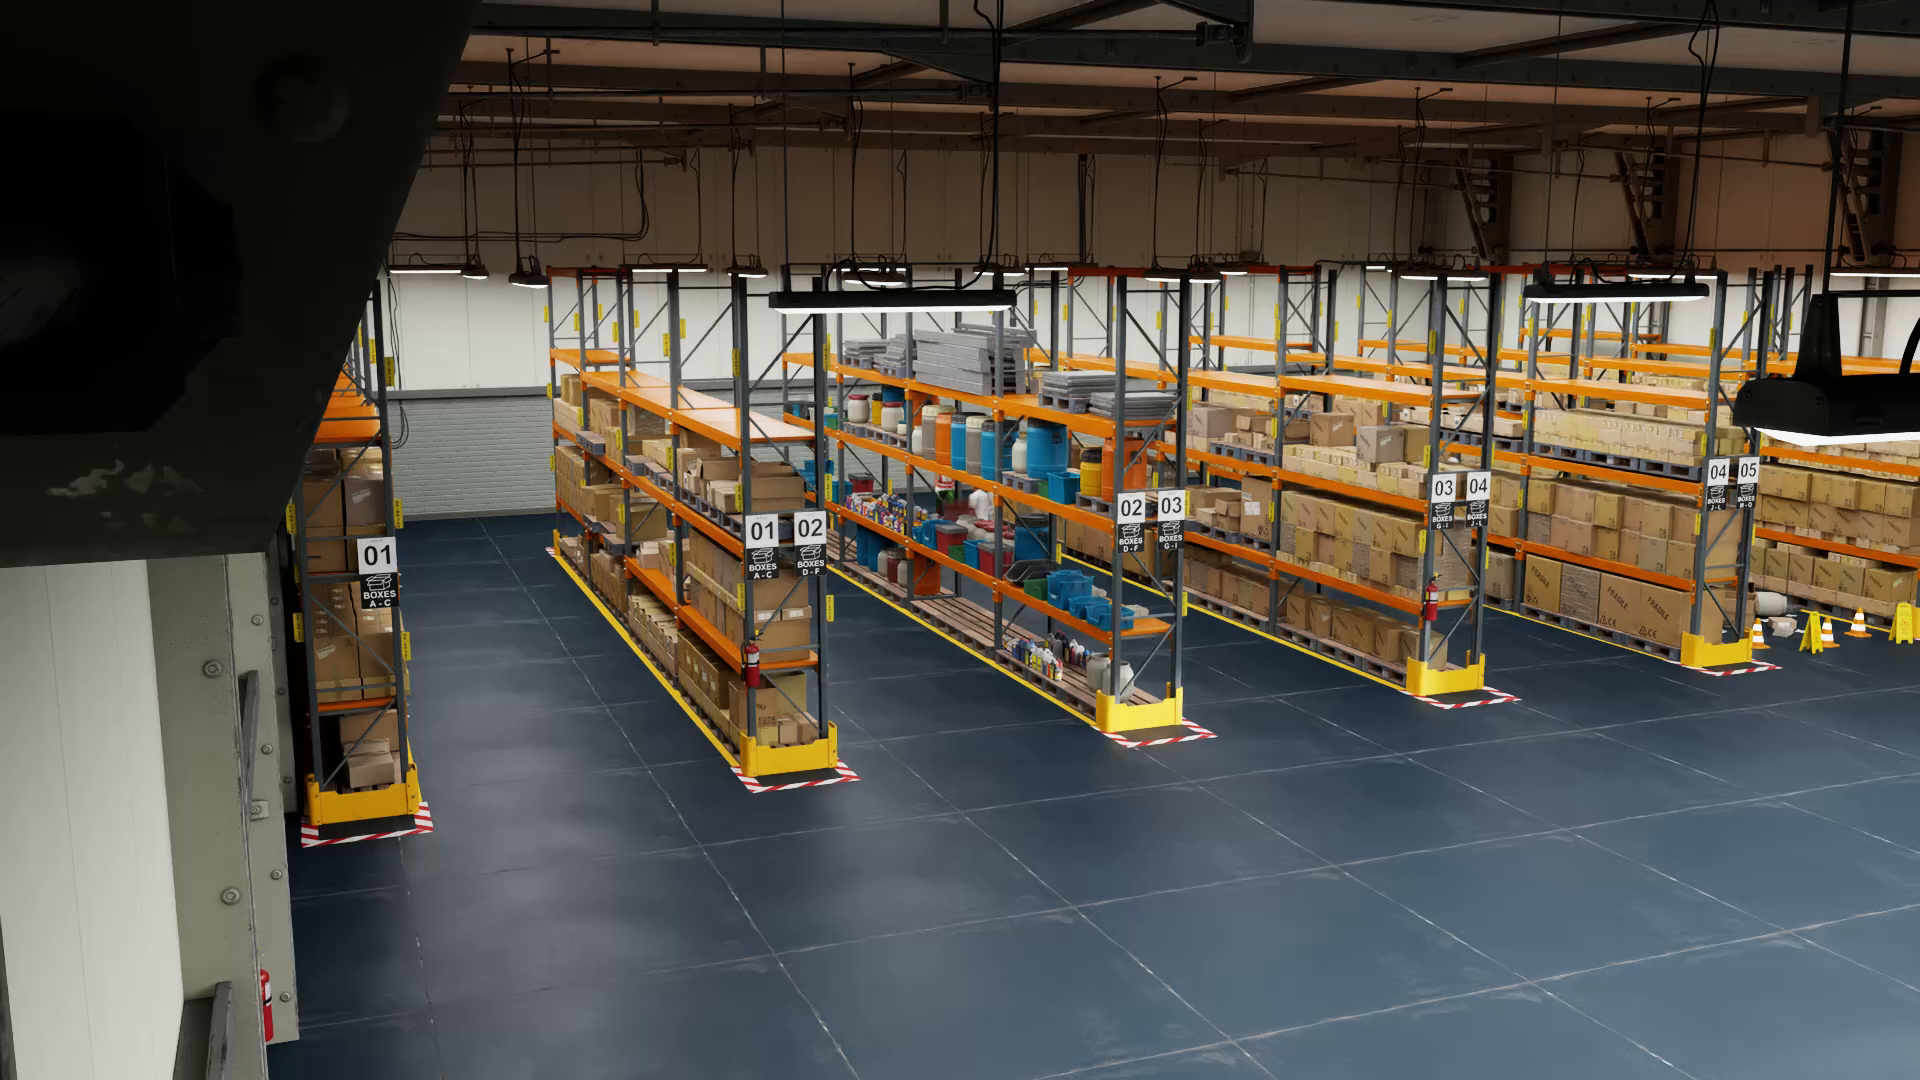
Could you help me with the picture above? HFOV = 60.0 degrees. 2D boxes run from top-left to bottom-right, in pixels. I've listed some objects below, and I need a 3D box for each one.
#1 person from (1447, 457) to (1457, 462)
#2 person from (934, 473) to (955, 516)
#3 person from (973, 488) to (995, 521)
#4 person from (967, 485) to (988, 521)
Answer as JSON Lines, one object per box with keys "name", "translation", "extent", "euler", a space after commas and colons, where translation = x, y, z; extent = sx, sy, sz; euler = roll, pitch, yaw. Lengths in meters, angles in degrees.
{"name": "person", "translation": [10.972, -0.940, 36.866], "extent": [0.515, 1.780, 0.538], "euler": [-10, 14, -44]}
{"name": "person", "translation": [-0.318, -1.170, 38.224], "extent": [0.600, 1.724, 1.067], "euler": [-3, 10, -18]}
{"name": "person", "translation": [0.552, -0.599, 35.236], "extent": [0.693, 1.678, 0.733], "euler": [-2, 10, -10]}
{"name": "person", "translation": [0.360, -0.327, 33.365], "extent": [0.532, 1.779, 0.638], "euler": [8, 13, 38]}
